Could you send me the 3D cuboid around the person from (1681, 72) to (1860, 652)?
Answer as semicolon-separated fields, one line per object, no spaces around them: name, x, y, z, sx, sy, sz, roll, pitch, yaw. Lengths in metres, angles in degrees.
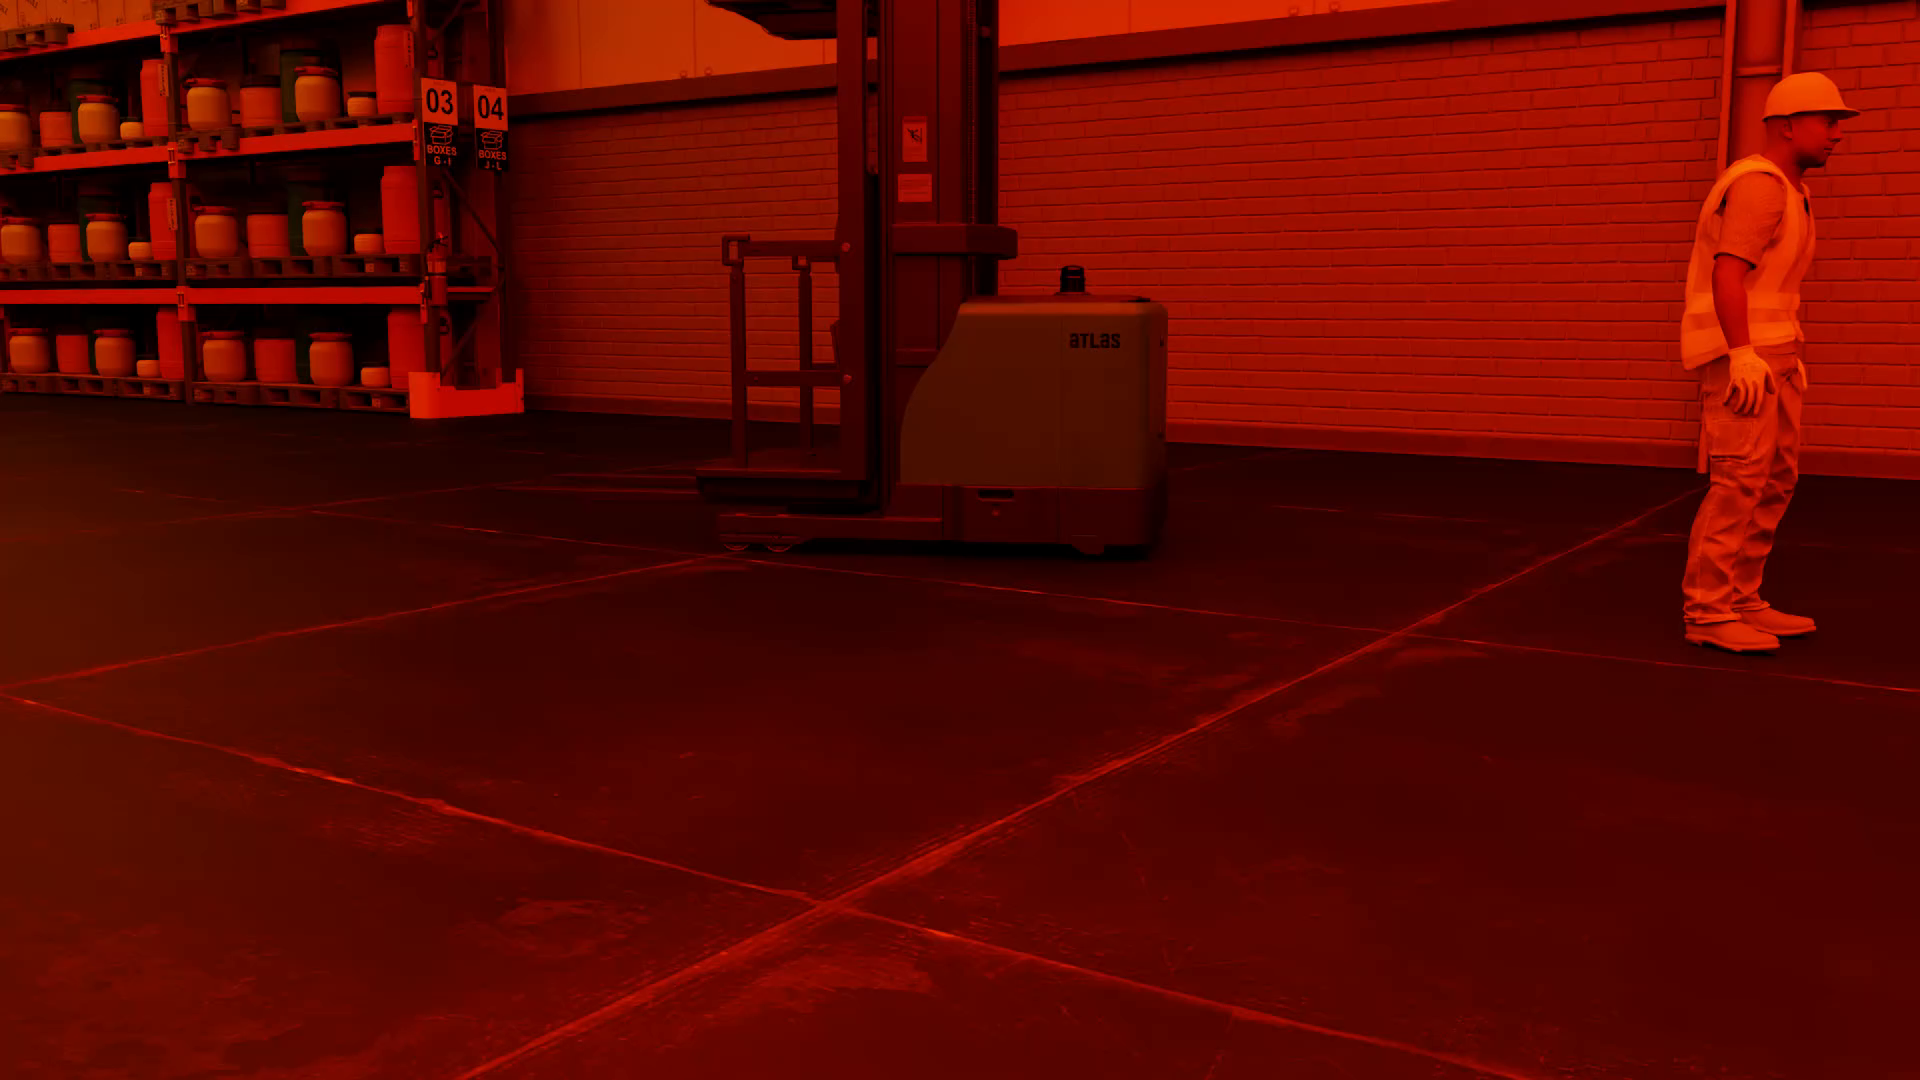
person;2.535;-0.561;5.261;0.448;1.774;0.628;7;11;40

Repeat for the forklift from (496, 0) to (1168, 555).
forklift;-0.596;-1.469;7.520;3.031;2.935;1.130;2;8;12
